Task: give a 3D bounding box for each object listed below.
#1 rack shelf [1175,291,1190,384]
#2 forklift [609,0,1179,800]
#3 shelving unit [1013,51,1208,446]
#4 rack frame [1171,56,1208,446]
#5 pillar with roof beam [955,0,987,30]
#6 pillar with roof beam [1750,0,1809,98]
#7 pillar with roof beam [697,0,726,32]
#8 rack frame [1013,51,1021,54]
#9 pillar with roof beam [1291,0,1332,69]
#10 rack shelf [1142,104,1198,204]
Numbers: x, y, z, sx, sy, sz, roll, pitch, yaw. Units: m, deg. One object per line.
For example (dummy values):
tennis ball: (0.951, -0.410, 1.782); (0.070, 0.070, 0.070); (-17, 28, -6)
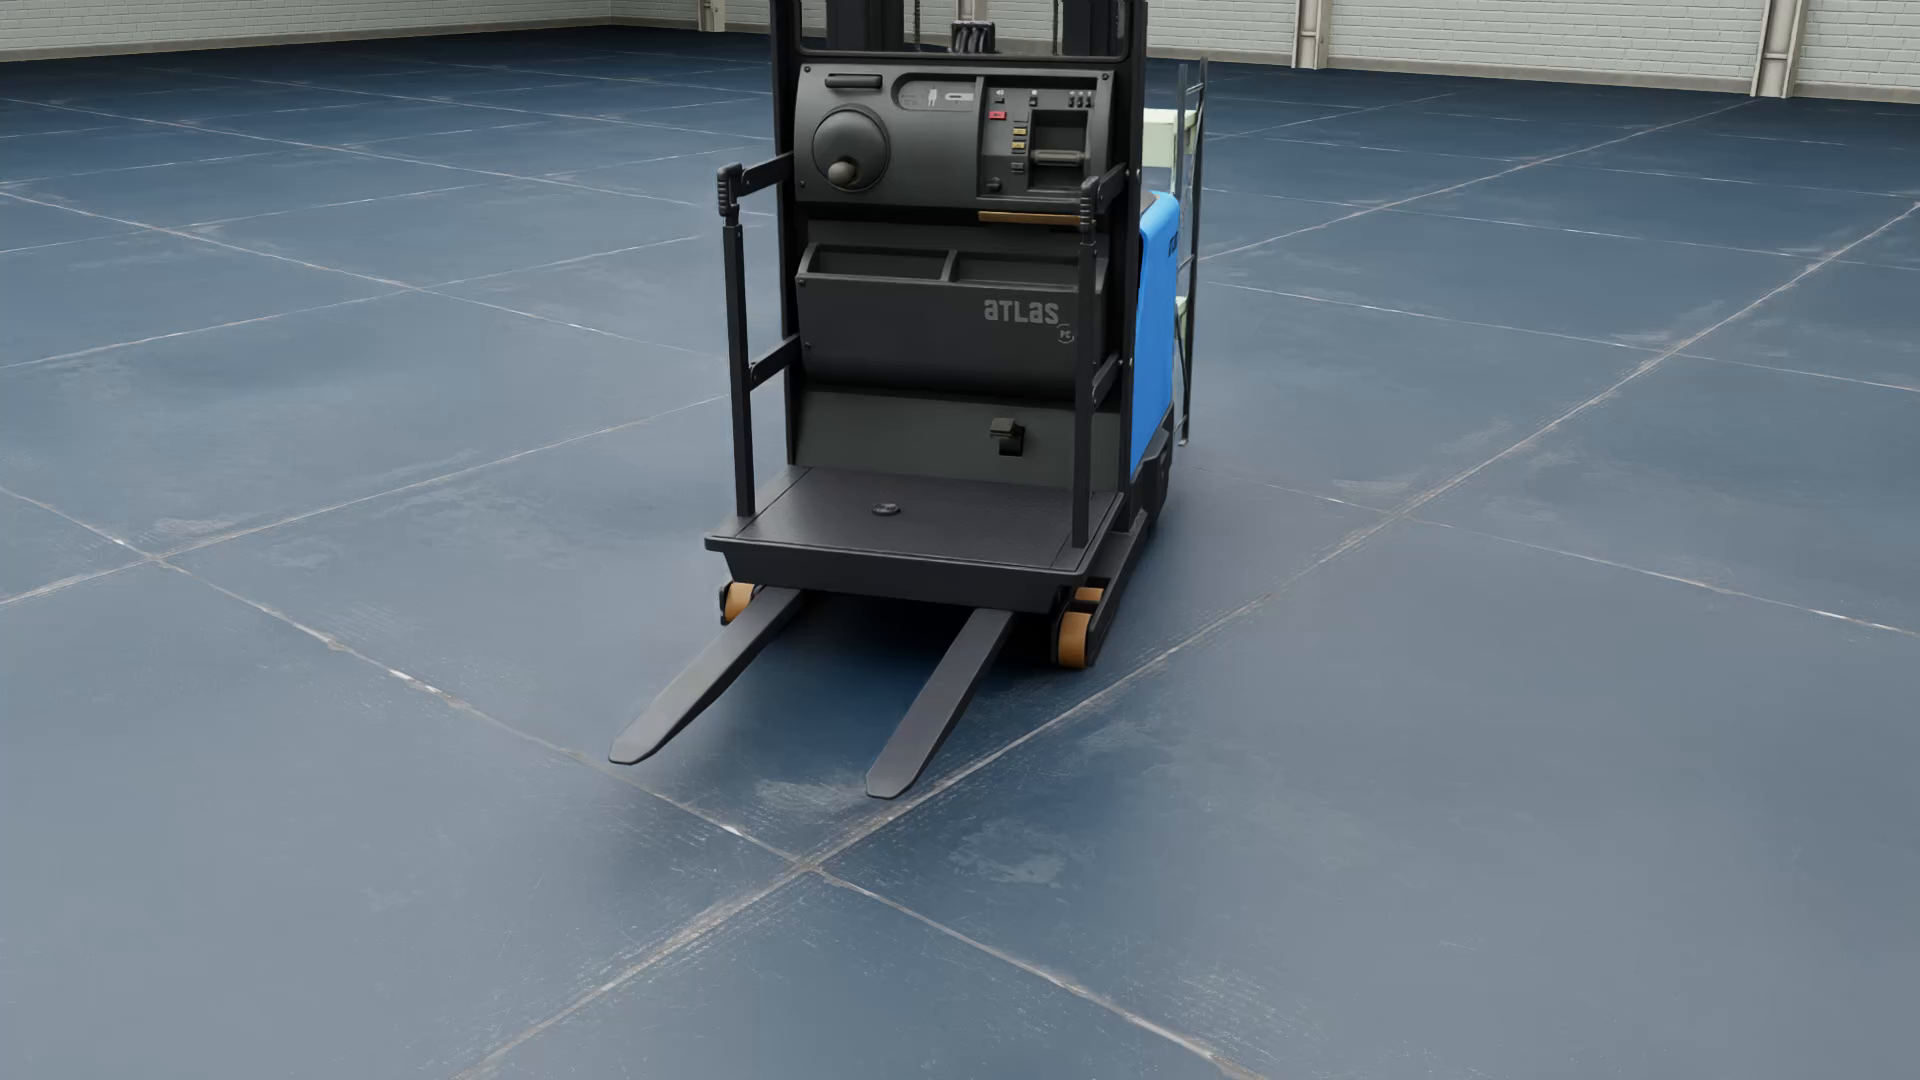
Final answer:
rack shelf: (0.505, -0.779, 6.533); (0.720, 0.370, 0.431); (7, 22, 18)
forklift: (-0.079, -1.156, 4.578); (1.130, 2.935, 3.031); (5, 21, 14)
shelving unit: (0.505, -1.084, 6.418); (0.755, 1.500, 0.431); (7, 22, 18)
rack frame: (0.850, -1.041, 6.304); (0.023, 1.500, 0.400); (7, 22, 18)
pillar with roof beam: (-2.549, -10.893, 21.800); (0.400, 9.000, 9.100); (16, 26, 36)
pillar with roof beam: (6.748, -8.215, 14.700); (0.400, 9.000, 9.100); (16, 26, 36)
pillar with roof beam: (-7.197, -12.231, 25.350); (0.400, 9.000, 9.100); (16, 26, 36)
rack frame: (0.160, -1.127, 6.532); (0.023, 1.500, 0.400); (7, 22, 18)
pillar with roof beam: (2.100, -9.554, 18.250); (0.400, 9.000, 9.100); (16, 26, 36)
rack shelf: (0.505, -1.449, 6.280); (0.720, 0.370, 0.431); (7, 22, 18)
